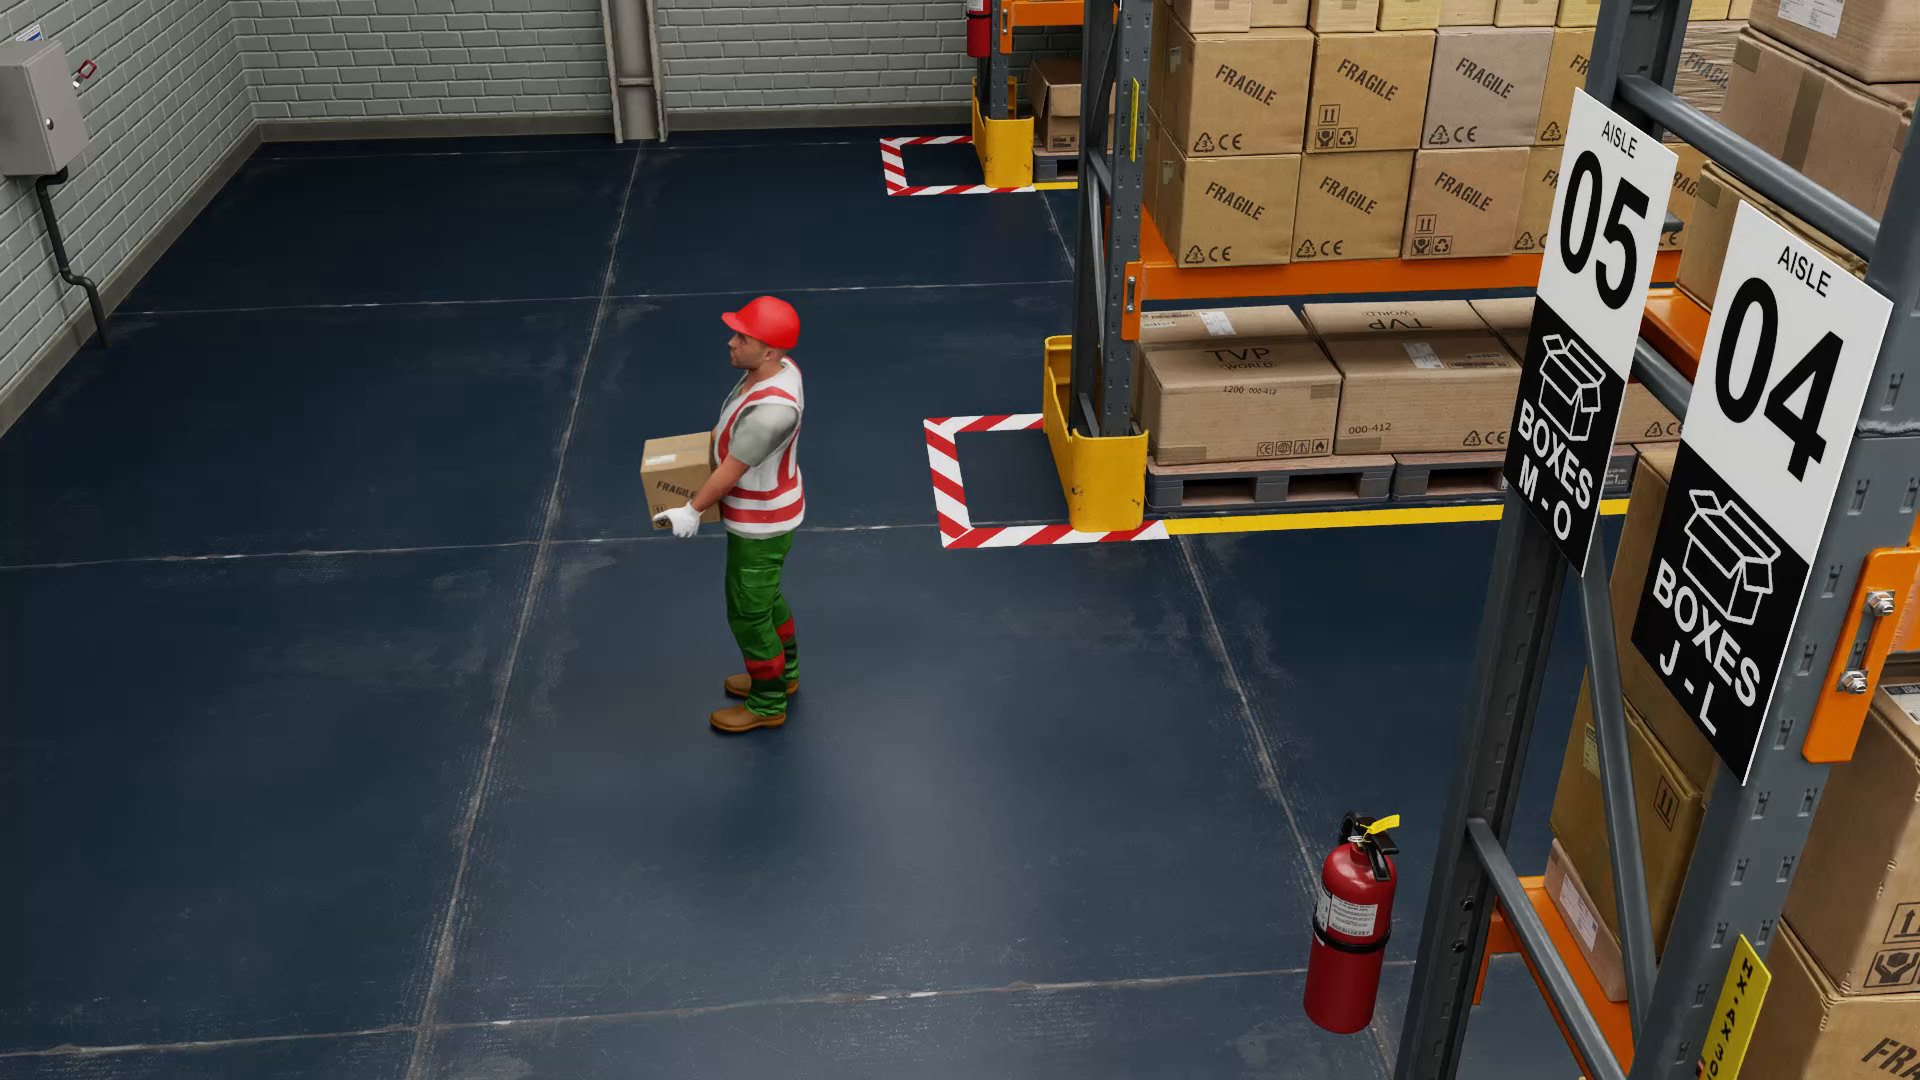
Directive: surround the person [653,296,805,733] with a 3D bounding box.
[{"bbox_3d":[-0.837,-0.076,6.243,0.545,1.782,0.493,-3,31,-4],"label":"person"}]
